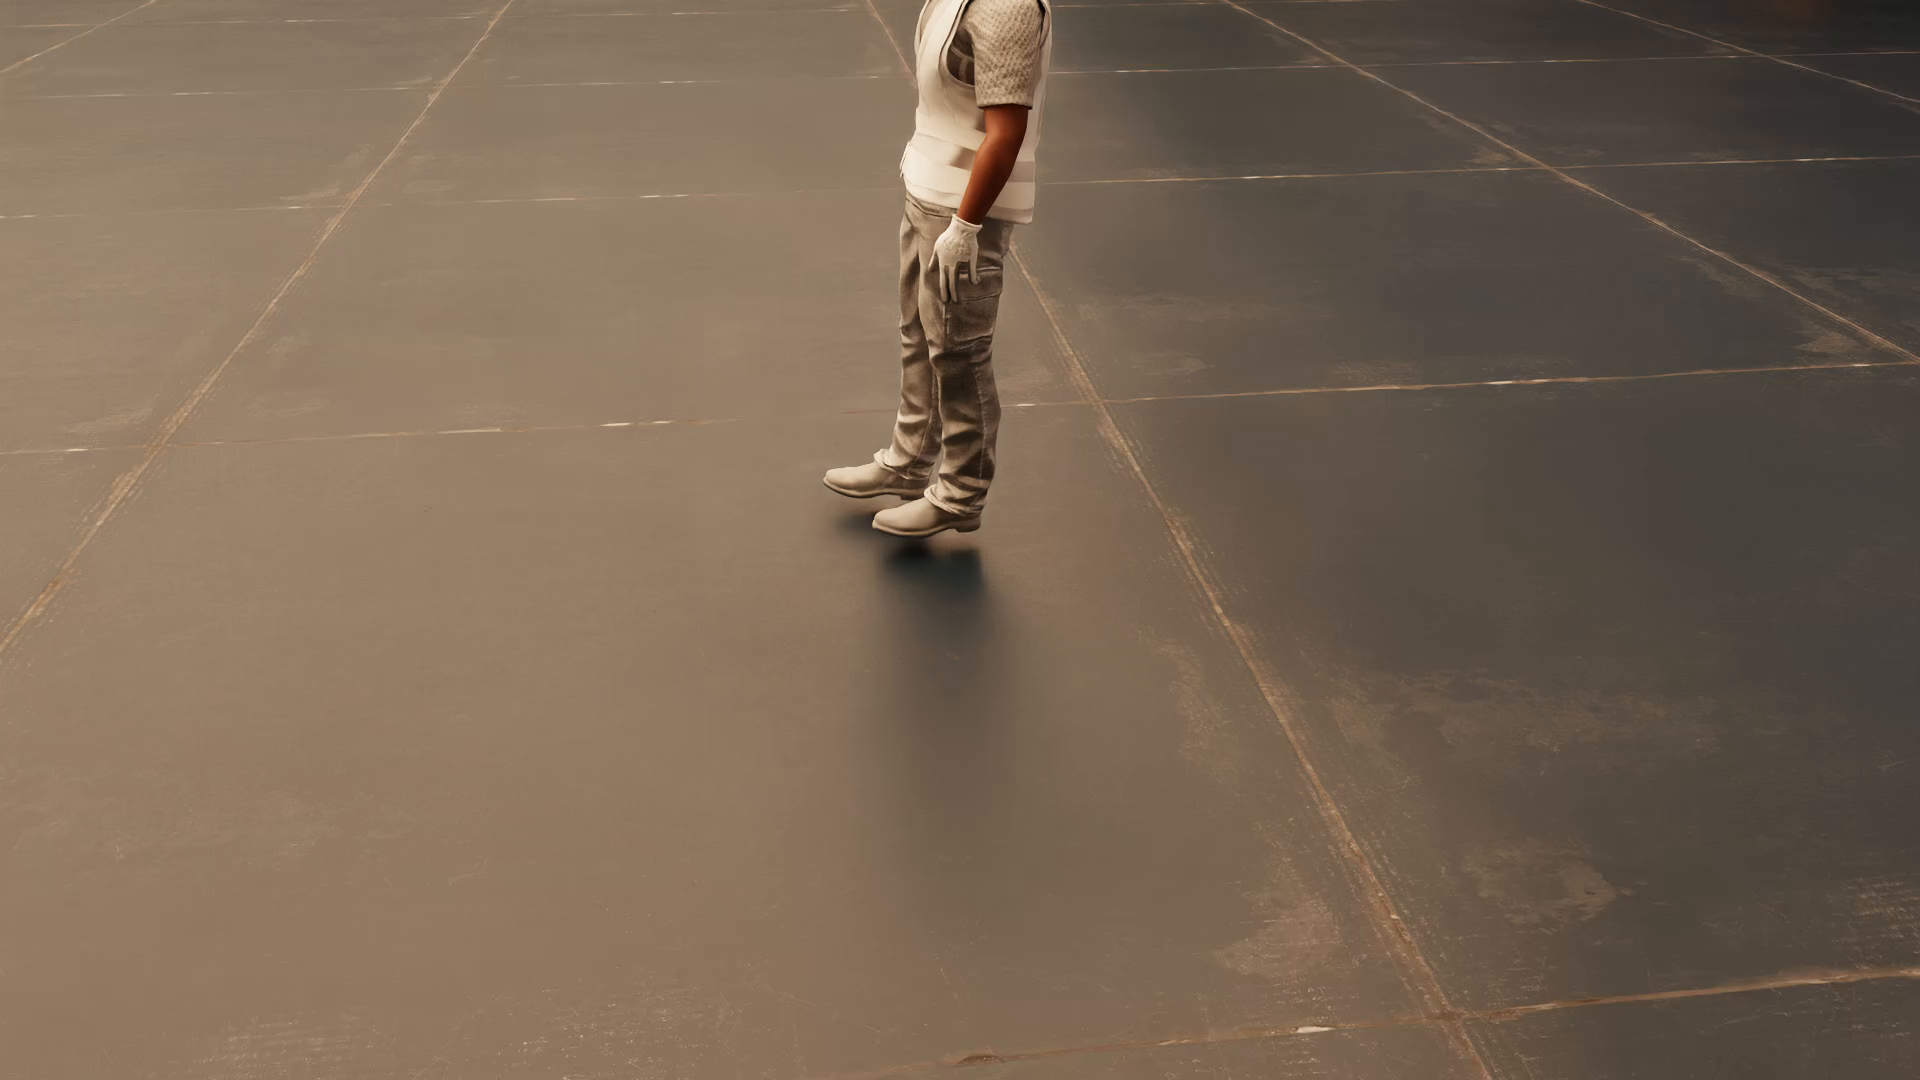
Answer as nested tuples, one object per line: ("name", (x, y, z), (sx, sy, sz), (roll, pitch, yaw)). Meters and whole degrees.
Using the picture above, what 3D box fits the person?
("person", (-0.072, -0.846, 4.198), (0.577, 1.781, 0.656), (-3, 26, -7))
